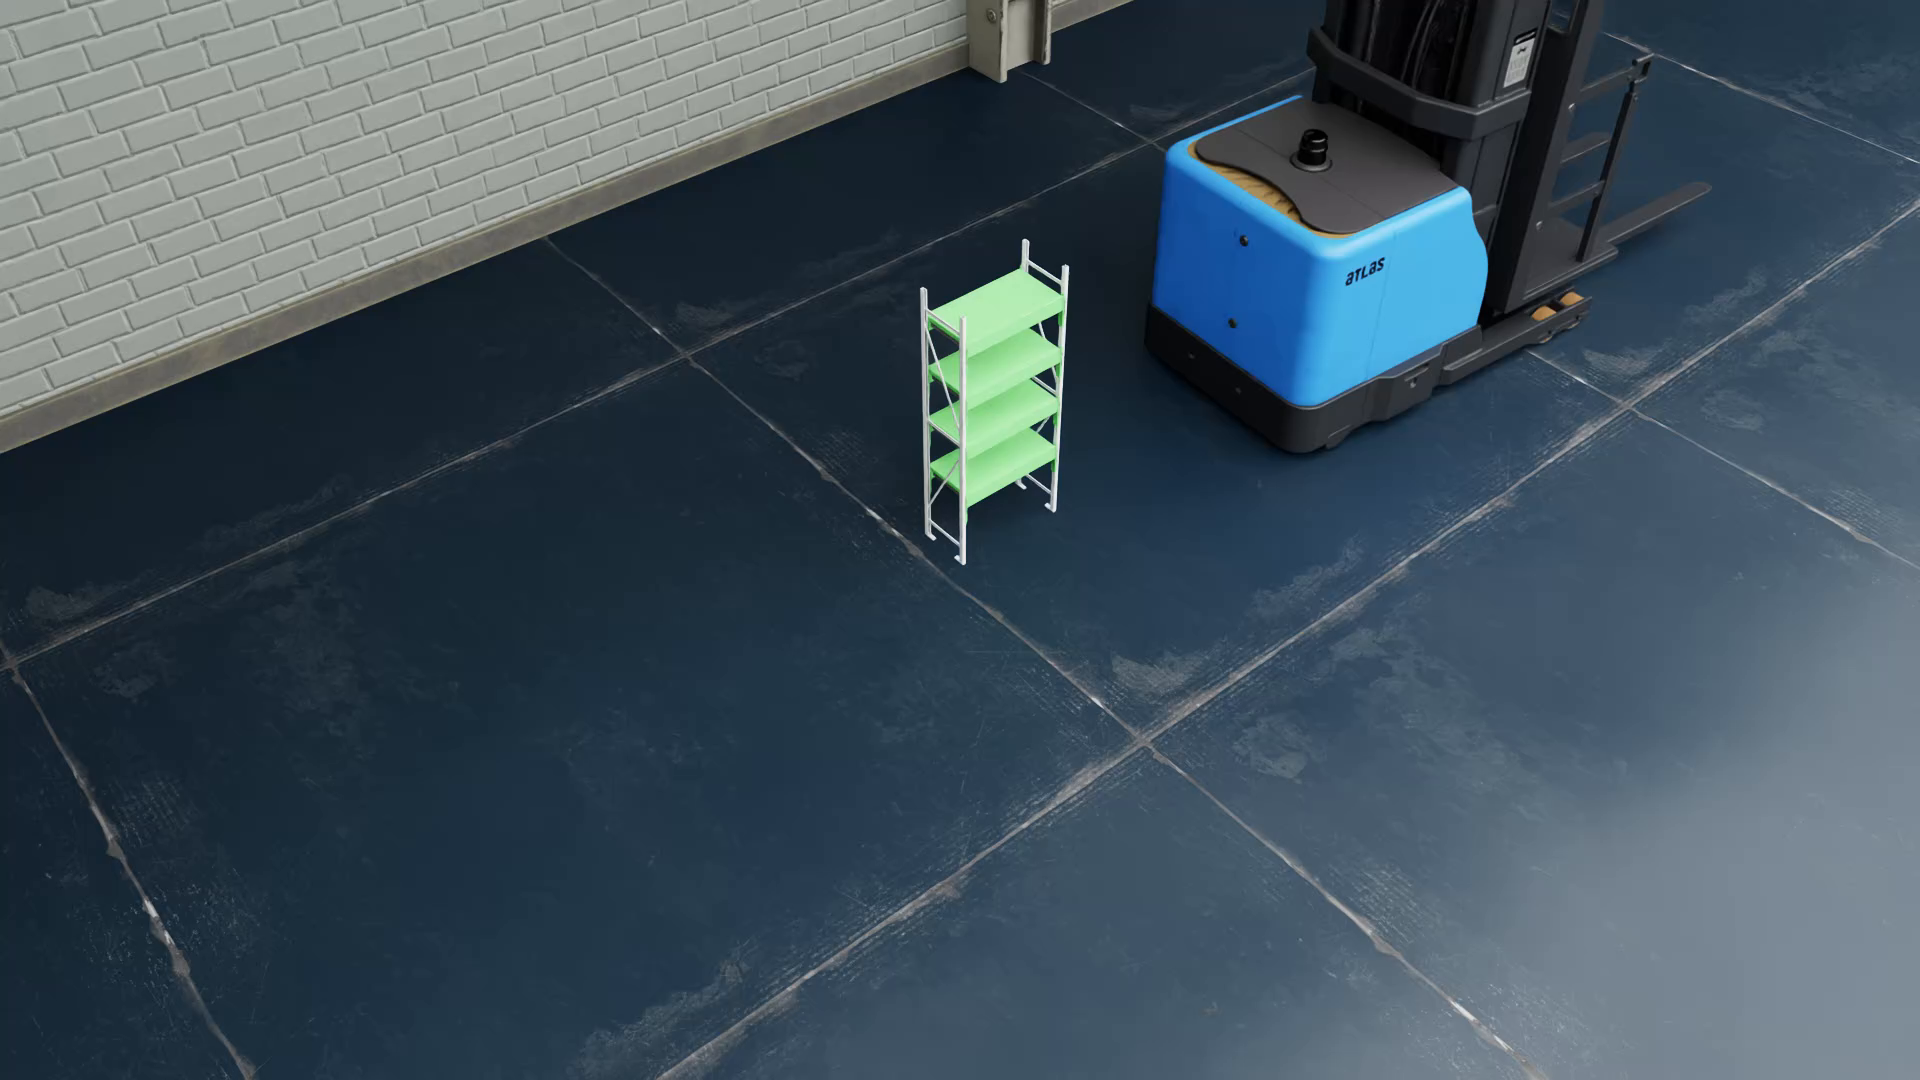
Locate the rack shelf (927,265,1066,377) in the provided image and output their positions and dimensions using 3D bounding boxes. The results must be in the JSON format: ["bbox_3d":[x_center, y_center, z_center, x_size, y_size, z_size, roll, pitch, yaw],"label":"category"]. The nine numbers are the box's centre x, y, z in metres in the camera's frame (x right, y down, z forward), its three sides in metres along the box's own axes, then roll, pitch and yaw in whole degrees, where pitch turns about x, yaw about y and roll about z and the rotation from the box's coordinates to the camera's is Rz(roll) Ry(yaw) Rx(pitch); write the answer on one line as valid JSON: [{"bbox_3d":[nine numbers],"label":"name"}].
[{"bbox_3d":[0.127,-0.813,6.132,0.480,0.148,0.258,-30,51,-28],"label":"rack shelf"}]

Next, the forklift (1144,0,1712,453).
[{"bbox_3d":[2.336,-2.251,7.006,3.031,2.935,1.130,-26,49,-25],"label":"forklift"}]

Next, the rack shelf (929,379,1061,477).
[{"bbox_3d":[0.127,-0.463,6.460,0.480,0.148,0.258,-30,51,-28],"label":"rack shelf"}]

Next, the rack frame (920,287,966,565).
[{"bbox_3d":[-0.060,-0.403,6.303,0.015,1.200,0.240,-30,51,-28],"label":"rack frame"}]

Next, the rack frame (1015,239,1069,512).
[{"bbox_3d":[0.314,-0.617,6.531,0.015,1.200,0.240,-30,51,-28],"label":"rack frame"}]

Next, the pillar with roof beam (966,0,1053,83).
[{"bbox_3d":[3.044,-3.808,4.231,0.400,9.000,9.100,-30,51,-28],"label":"pillar with roof beam"}]

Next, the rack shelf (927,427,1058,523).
[{"bbox_3d":[0.127,-0.289,6.625,0.480,0.148,0.258,-30,51,-28],"label":"rack shelf"}]

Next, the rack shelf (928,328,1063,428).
[{"bbox_3d":[0.127,-0.638,6.296,0.480,0.148,0.258,-30,51,-28],"label":"rack shelf"}]

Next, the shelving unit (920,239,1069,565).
[{"bbox_3d":[0.127,-0.510,6.417,0.503,1.200,0.258,-30,51,-28],"label":"shelving unit"}]
